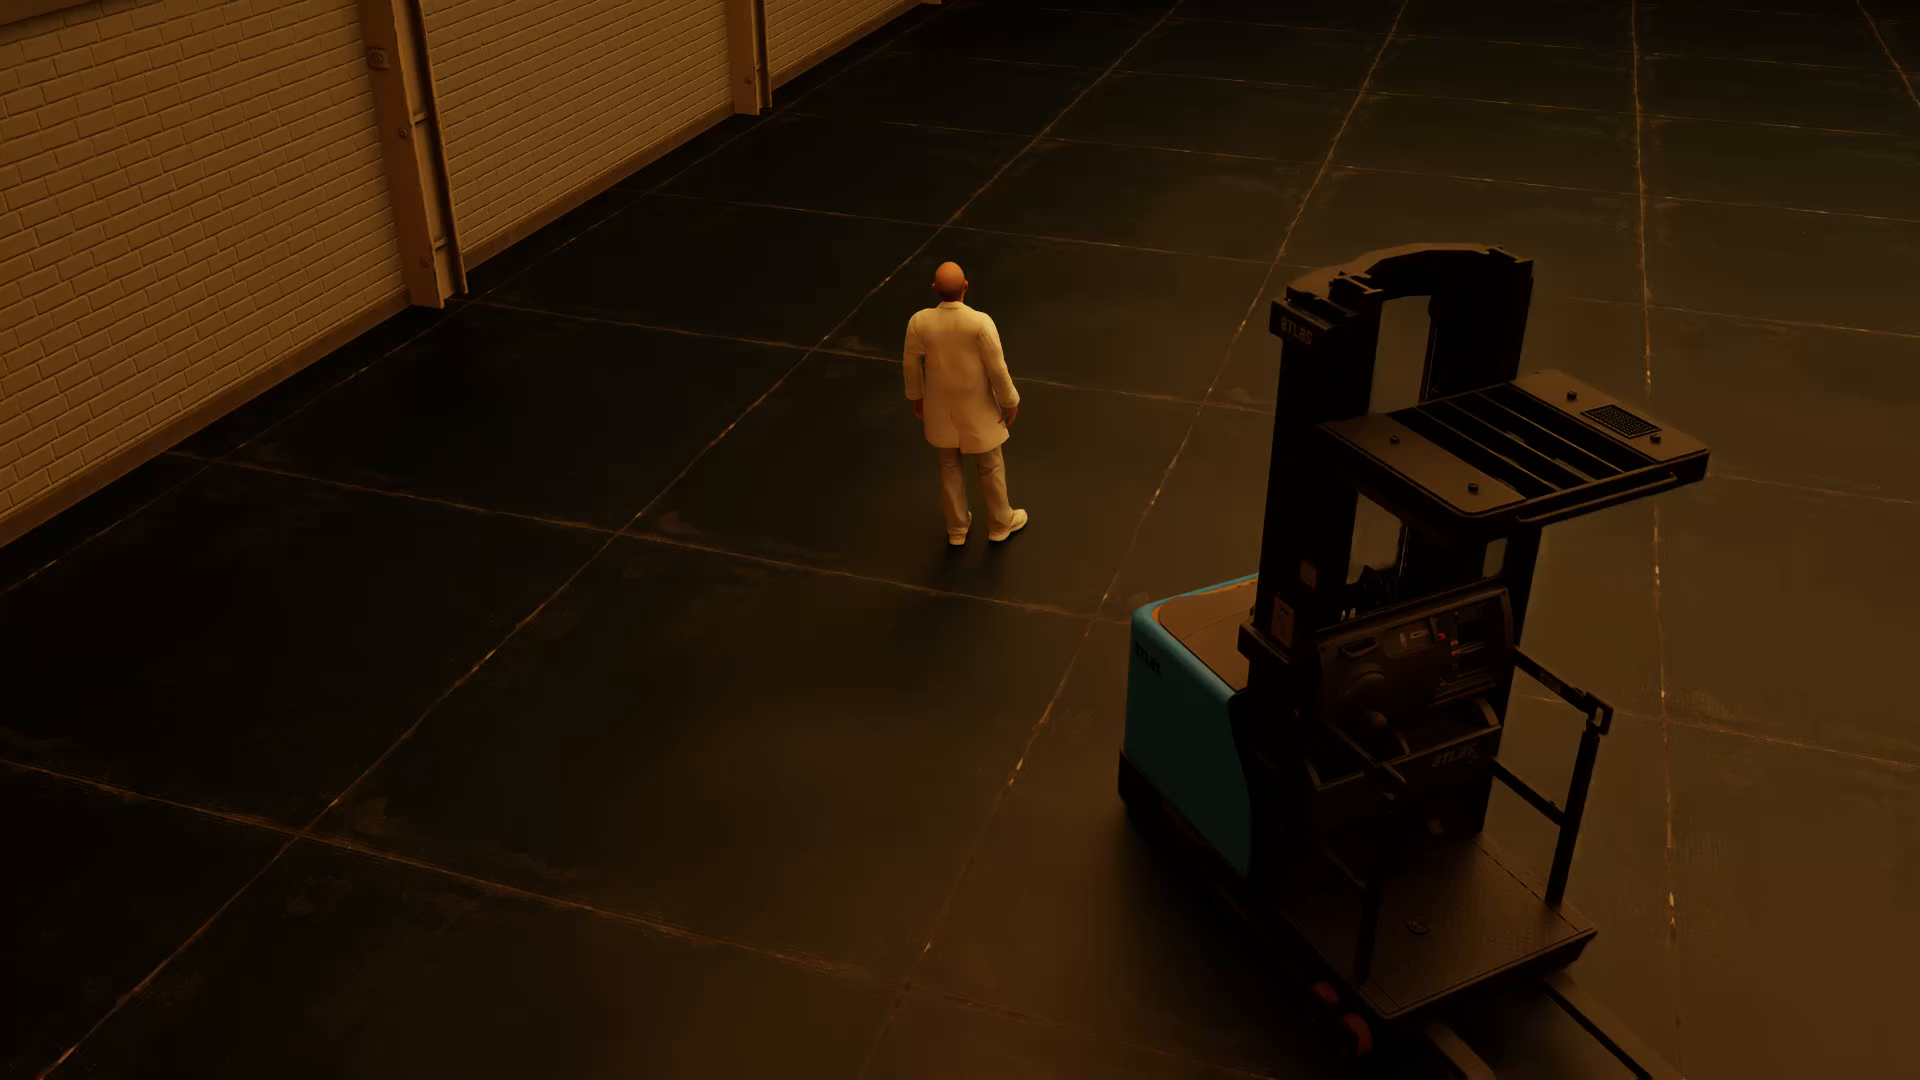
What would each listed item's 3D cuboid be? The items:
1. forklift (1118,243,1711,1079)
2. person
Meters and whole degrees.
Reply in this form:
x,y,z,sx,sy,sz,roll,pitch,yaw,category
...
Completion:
x,y,z,sx,sy,sz,roll,pitch,yaw,category
1.860,0.504,6.253,1.130,2.935,3.031,-14,33,-23,forklift
0.033,-0.821,9.726,0.698,1.777,0.578,10,31,16,person
